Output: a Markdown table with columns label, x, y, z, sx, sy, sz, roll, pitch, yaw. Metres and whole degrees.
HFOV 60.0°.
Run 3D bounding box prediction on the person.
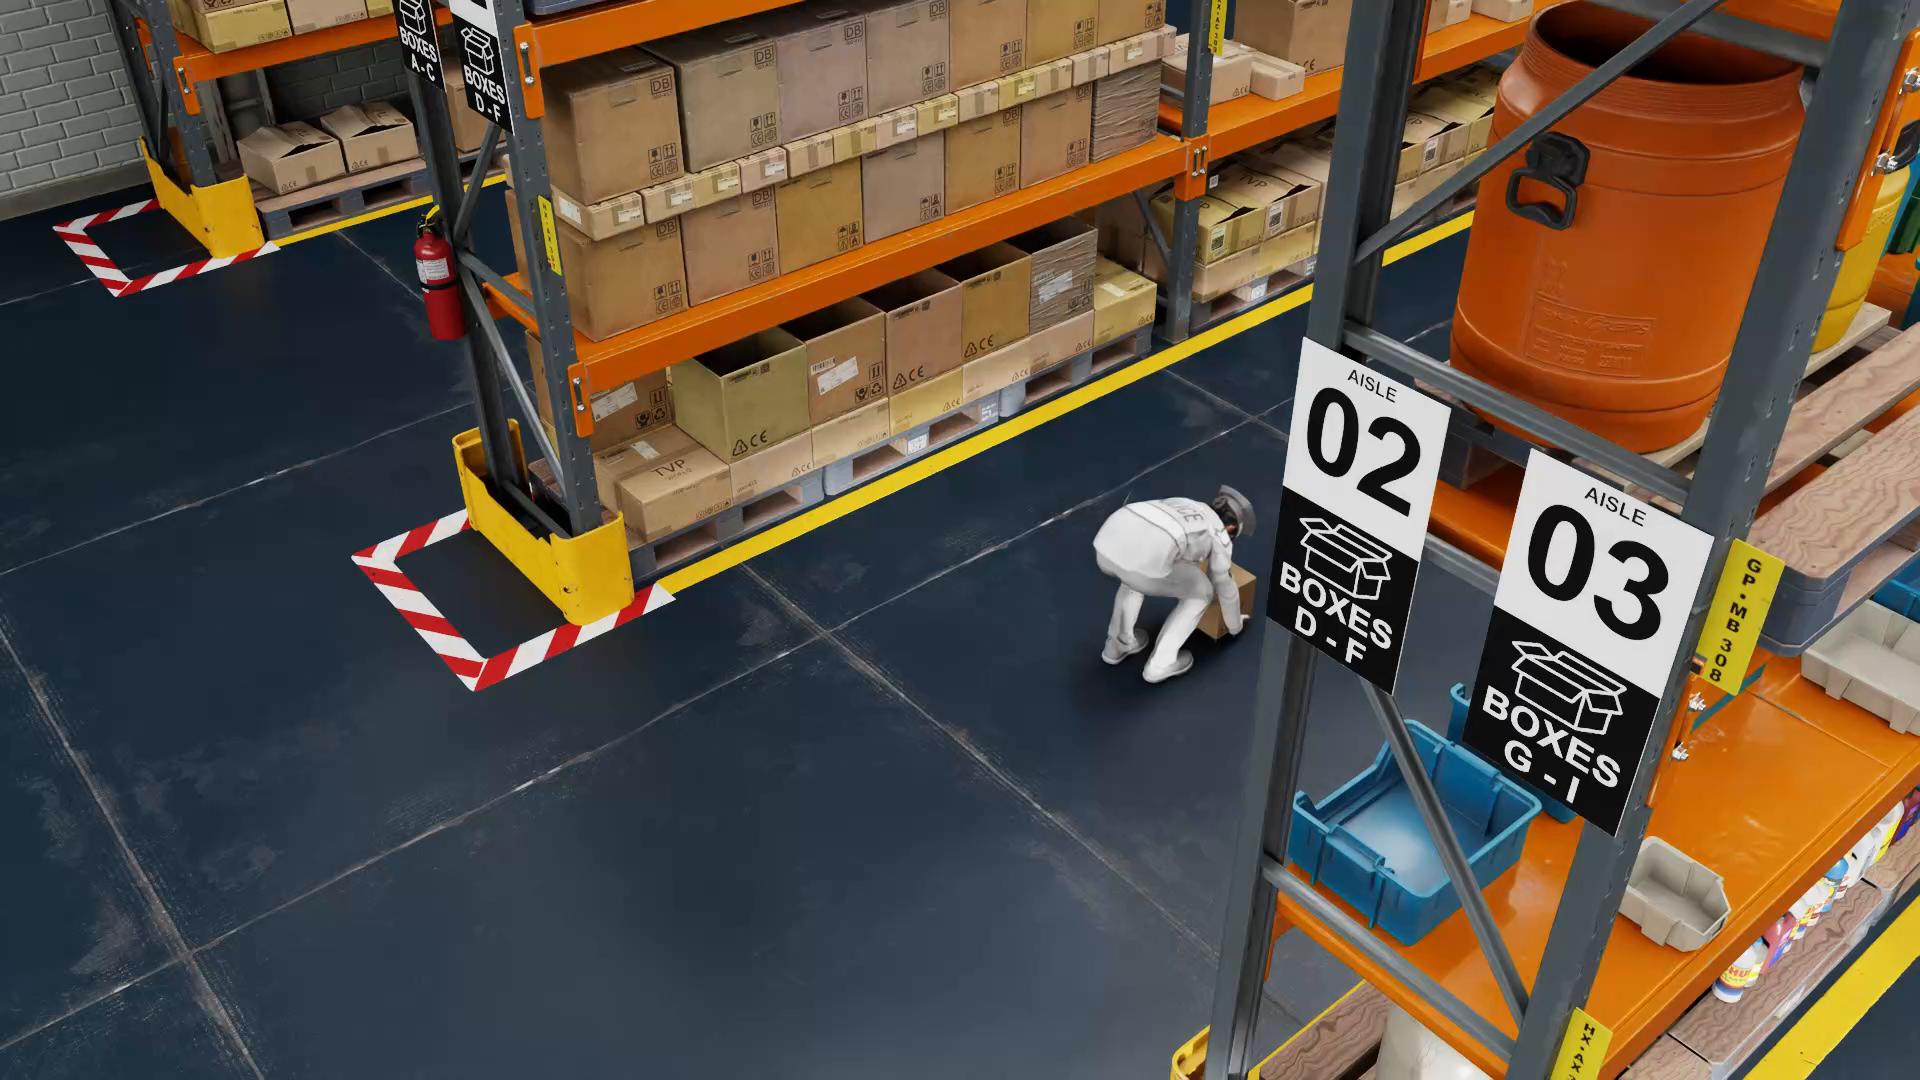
| label | x | y | z | sx | sy | sz | roll | pitch | yaw |
| --- | --- | --- | --- | --- | --- | --- | --- | --- | --- |
| person | 0.962 | 0.154 | 7.522 | 0.880 | 0.889 | 0.455 | -29 | 45 | -33 |
